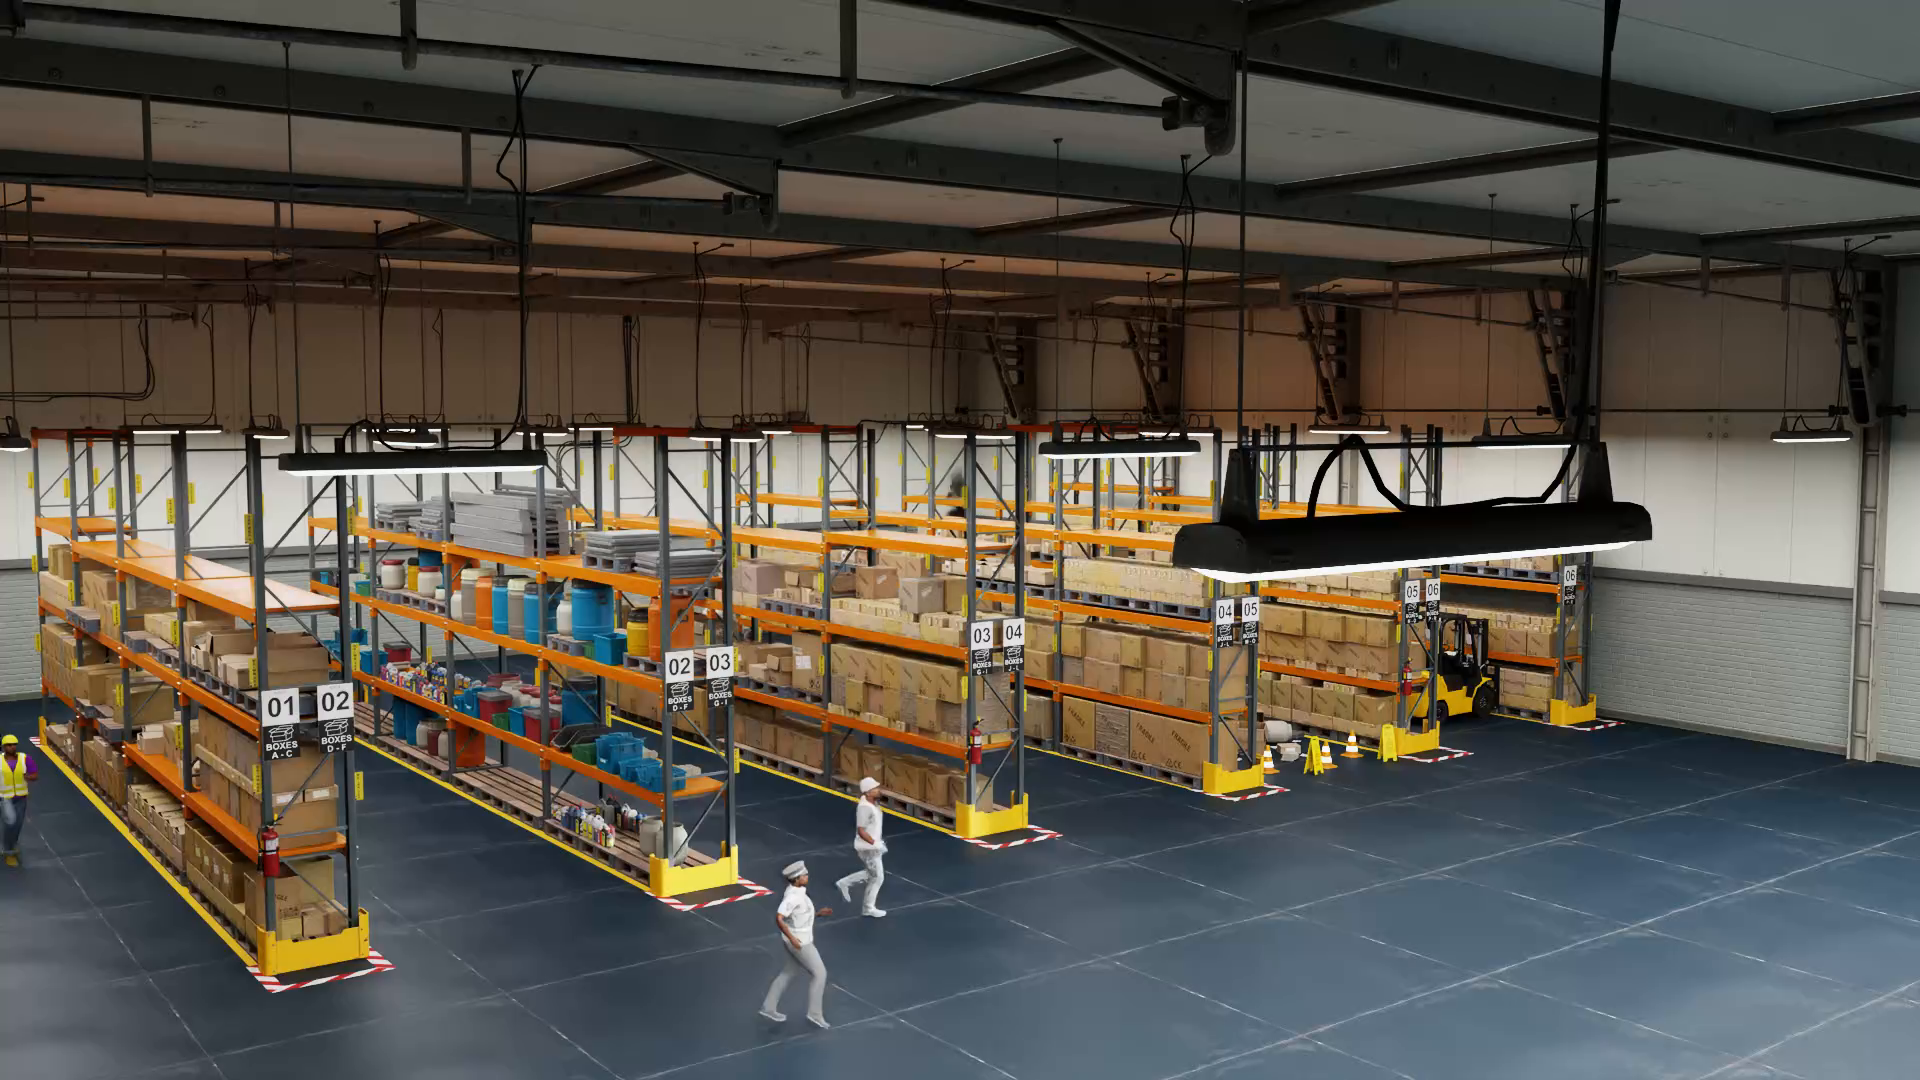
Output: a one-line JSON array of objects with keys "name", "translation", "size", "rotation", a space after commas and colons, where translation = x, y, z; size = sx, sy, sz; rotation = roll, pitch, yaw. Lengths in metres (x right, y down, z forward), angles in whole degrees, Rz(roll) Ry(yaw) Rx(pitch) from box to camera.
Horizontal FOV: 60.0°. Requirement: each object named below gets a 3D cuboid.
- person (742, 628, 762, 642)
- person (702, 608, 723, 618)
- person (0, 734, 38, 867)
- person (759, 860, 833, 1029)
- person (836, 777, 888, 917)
[{"name": "person", "translation": [-5.150, 2.217, 41.723], "size": [0.629, 1.635, 0.597], "rotation": [0, 5, -6]}, {"name": "person", "translation": [-6.161, 2.276, 40.818], "size": [0.780, 1.714, 0.756], "rotation": [3, 6, 36]}, {"name": "person", "translation": [-13.256, 3.614, 23.241], "size": [0.770, 1.806, 0.672], "rotation": [4, 6, 40]}, {"name": "person", "translation": [-1.672, 4.151, 17.011], "size": [0.768, 1.758, 0.545], "rotation": [-1, 5, -16]}, {"name": "person", "translation": [-1.223, 3.827, 20.789], "size": [0.667, 1.756, 0.703], "rotation": [0, 4, 0]}]
